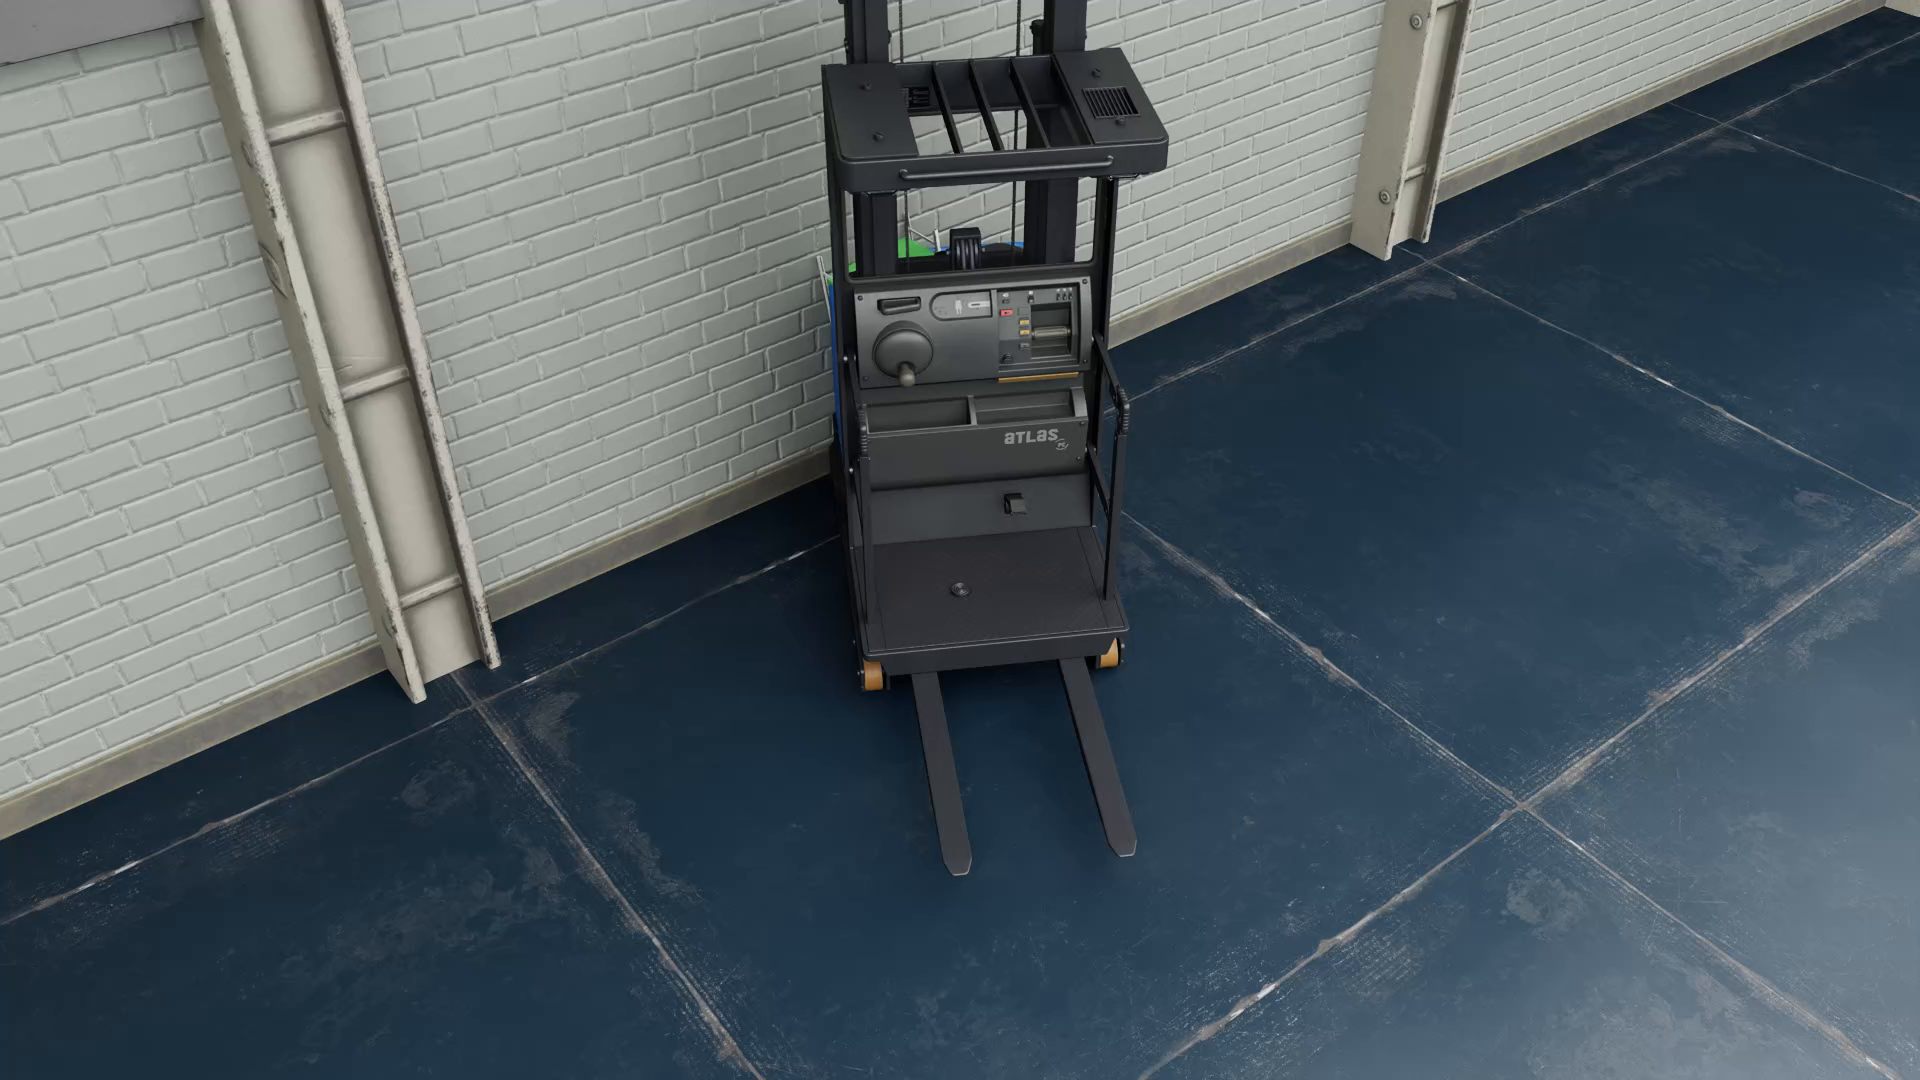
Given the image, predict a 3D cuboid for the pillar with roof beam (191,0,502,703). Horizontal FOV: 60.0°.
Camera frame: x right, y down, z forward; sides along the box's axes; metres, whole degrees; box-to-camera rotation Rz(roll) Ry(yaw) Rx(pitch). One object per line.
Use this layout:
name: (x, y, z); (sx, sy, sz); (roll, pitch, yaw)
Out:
pillar with roof beam: (0.417, -0.785, 1.612); (0.400, 9.000, 9.100); (-26, 46, -28)

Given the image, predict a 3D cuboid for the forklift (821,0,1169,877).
forklift: (0.088, -0.742, 6.344); (1.130, 2.935, 3.031); (-5, 40, -6)

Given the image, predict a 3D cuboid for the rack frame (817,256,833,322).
rack frame: (-0.486, -0.766, 7.737); (0.015, 1.200, 0.240); (-32, 46, -24)

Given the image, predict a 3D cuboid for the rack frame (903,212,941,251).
rack frame: (-0.106, -1.003, 7.932); (0.015, 1.200, 0.240); (-32, 46, -24)

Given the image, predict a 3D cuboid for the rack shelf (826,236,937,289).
rack shelf: (-0.348, -1.193, 7.559); (0.480, 0.148, 0.258); (-32, 46, -24)

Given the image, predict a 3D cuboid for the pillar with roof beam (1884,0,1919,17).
pillar with roof beam: (9.932, -5.423, 7.265); (0.400, 9.000, 9.100); (-26, 46, -28)

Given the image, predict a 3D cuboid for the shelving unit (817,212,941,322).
shelving unit: (-0.296, -0.885, 7.834); (0.503, 1.200, 0.258); (-32, 46, -24)

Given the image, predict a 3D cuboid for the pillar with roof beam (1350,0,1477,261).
pillar with roof beam: (5.174, -3.104, 4.439); (0.400, 9.000, 9.100); (-26, 46, -28)
